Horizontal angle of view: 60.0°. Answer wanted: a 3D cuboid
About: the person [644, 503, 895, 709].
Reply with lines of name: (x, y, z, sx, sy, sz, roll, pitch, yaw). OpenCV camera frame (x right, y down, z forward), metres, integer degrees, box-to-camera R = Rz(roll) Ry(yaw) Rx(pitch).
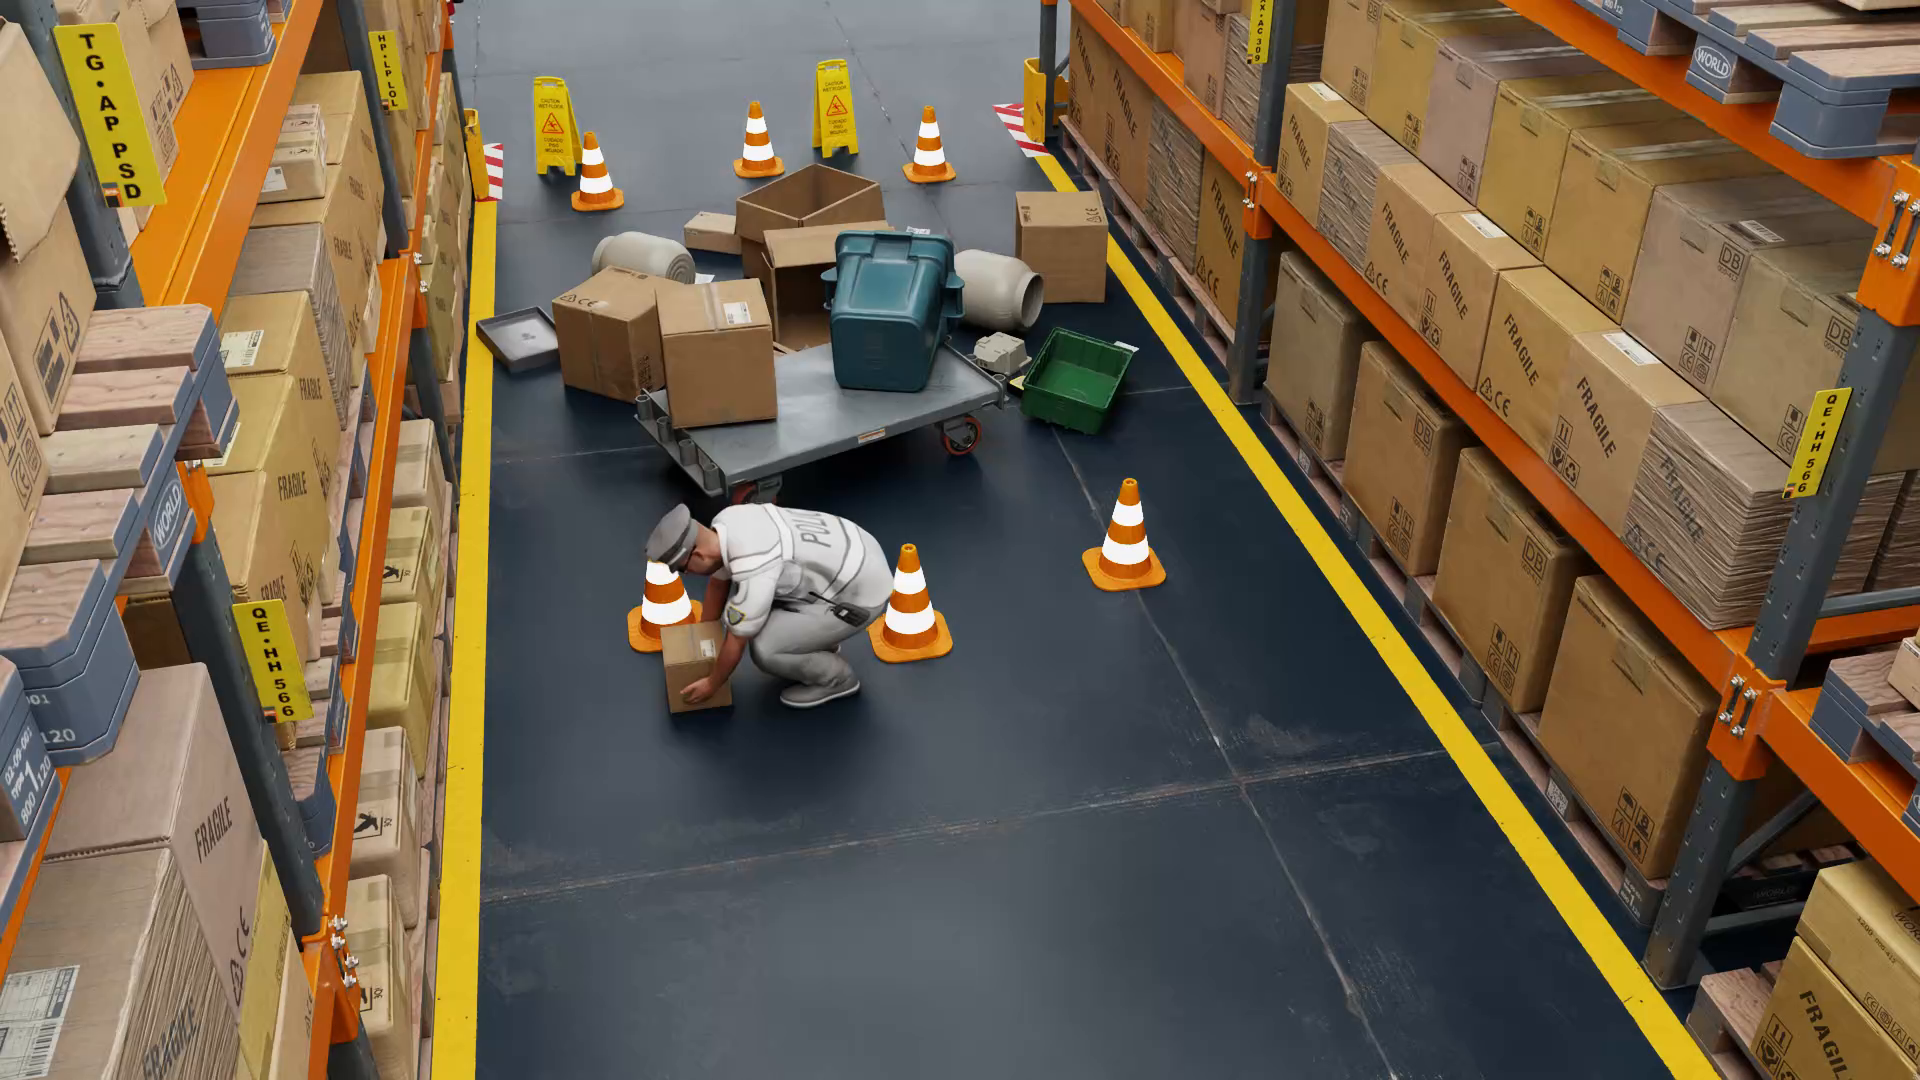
person: (-0.739, 0.211, 6.576, 0.954, 0.920, 0.552, -7, 35, -10)
